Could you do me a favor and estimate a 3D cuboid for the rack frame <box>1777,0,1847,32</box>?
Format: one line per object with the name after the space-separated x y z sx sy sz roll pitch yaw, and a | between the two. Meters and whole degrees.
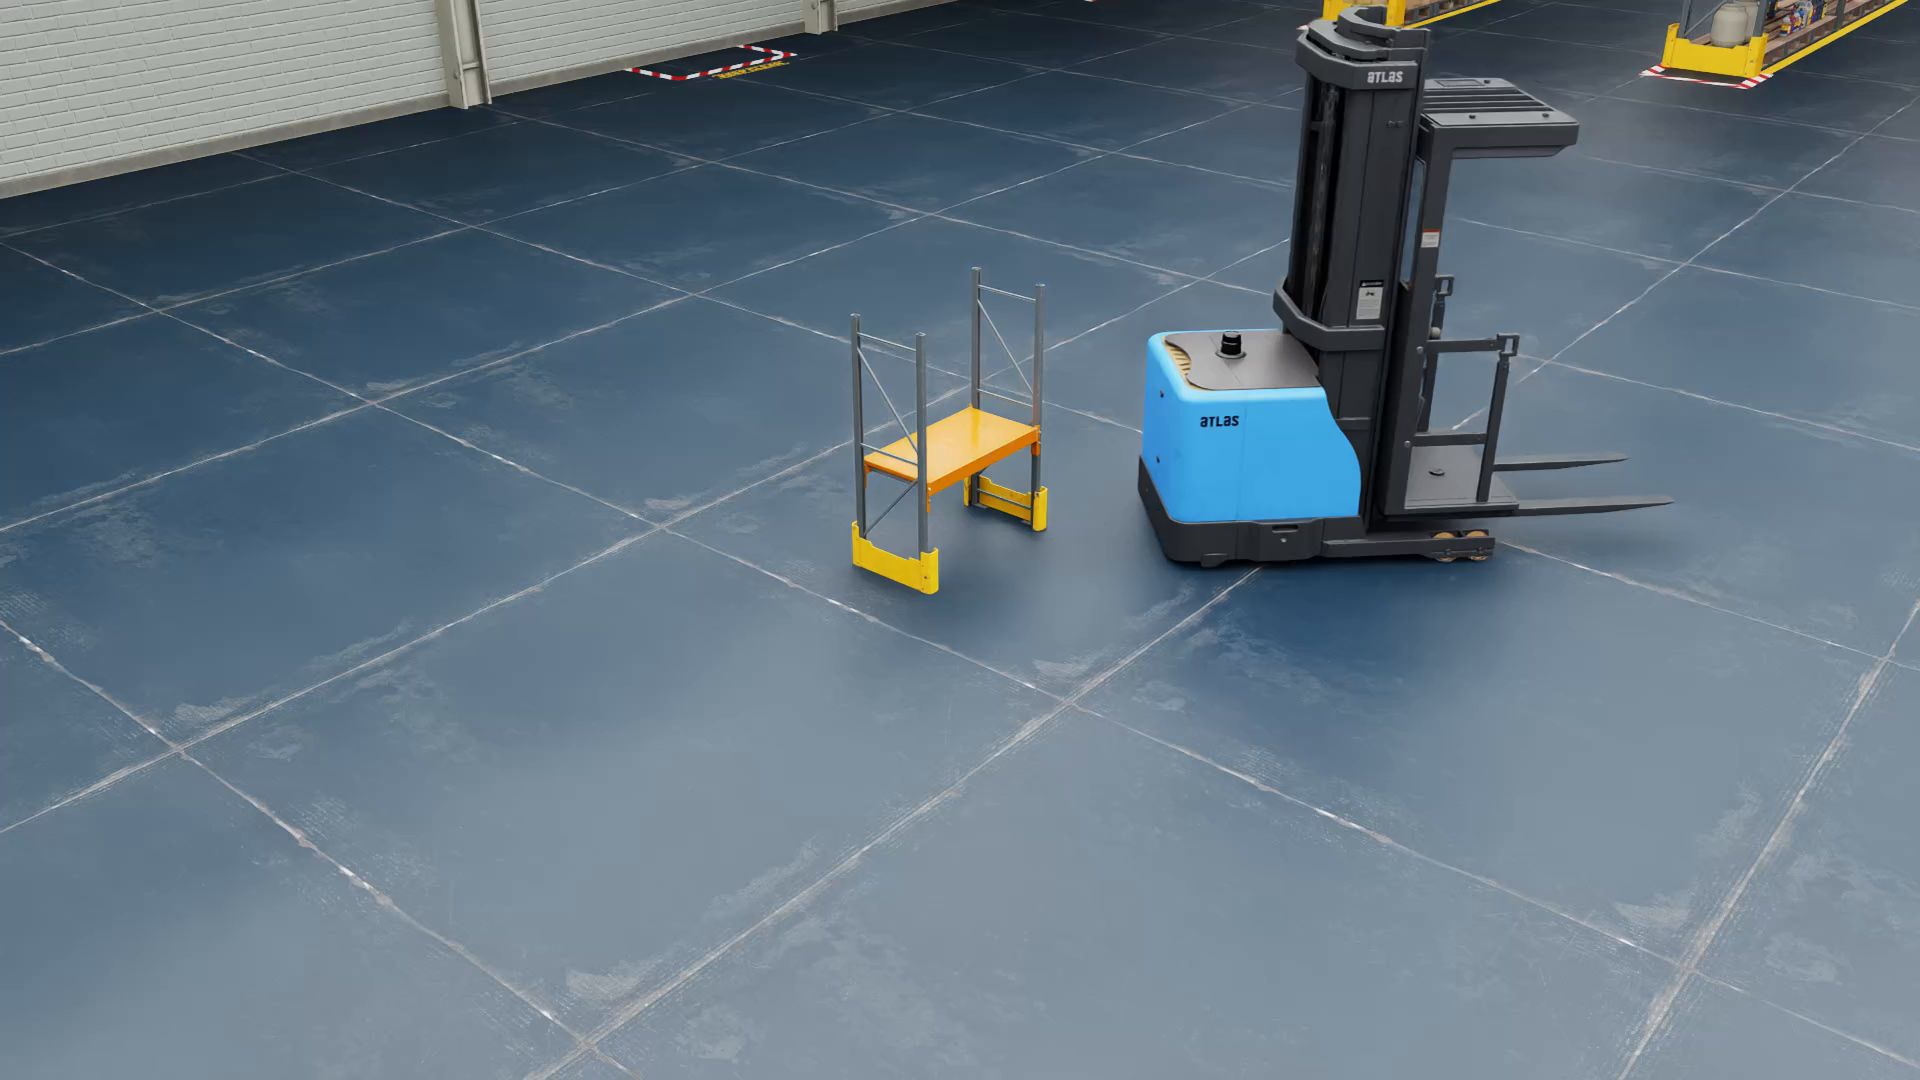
12.228 -8.786 23.470 1.000 3.000 0.127 21 34 34 | rack frame

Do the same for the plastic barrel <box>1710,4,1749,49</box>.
10.043 -6.705 21.698 0.421 0.512 0.421 0 27 0 | plastic barrel

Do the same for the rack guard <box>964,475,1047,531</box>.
0.268 -0.261 9.982 0.587 0.250 0.087 21 34 34 | rack guard

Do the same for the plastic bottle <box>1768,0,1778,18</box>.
11.505 -7.598 23.577 0.144 0.351 0.185 21 34 34 | plastic bottle

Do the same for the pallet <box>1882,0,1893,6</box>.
14.249 -8.703 26.343 1.003 0.211 1.213 21 34 34 | pallet

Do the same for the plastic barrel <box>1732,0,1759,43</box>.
10.362 -6.883 22.041 0.421 0.512 0.421 0 27 0 | plastic barrel

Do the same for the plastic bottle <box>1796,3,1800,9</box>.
11.617 -7.301 23.076 0.061 0.283 0.133 21 34 34 | plastic bottle

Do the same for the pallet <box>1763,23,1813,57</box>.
10.993 -6.887 22.834 1.003 0.211 1.213 21 34 34 | pallet

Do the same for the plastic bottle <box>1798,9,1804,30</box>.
11.488 -7.132 22.763 0.097 0.271 0.097 0 27 0 | plastic bottle

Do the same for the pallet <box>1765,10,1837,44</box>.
11.768 -7.322 23.674 1.003 0.211 1.213 21 34 34 | pallet

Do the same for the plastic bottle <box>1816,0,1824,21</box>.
12.040 -7.493 23.373 0.144 0.351 0.185 20 33 33 | plastic bottle

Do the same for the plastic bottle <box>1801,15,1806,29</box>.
11.553 -7.137 22.849 0.097 0.201 0.097 0 27 0 | plastic bottle

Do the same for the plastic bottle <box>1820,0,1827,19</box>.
12.176 -7.508 23.477 0.061 0.283 0.133 23 35 37 | plastic bottle

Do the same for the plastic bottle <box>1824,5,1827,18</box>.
12.237 -7.519 23.587 0.097 0.201 0.097 0 27 0 | plastic bottle

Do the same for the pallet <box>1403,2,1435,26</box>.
6.318 -7.862 24.718 1.003 0.211 1.213 21 34 34 | pallet

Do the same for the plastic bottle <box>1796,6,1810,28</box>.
11.607 -7.220 22.928 0.152 0.276 0.135 21 34 35 | plastic bottle

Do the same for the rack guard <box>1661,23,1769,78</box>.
9.695 -6.299 21.381 1.175 0.500 0.348 21 34 34 | rack guard

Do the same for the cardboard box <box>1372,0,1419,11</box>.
6.376 -7.908 24.306 0.500 0.250 0.500 21 34 34 | cardboard box

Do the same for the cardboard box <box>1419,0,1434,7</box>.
6.692 -8.086 24.651 0.500 0.250 0.500 21 34 34 | cardboard box

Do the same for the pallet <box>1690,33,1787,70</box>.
10.216 -6.457 22.001 1.003 0.211 1.213 21 34 34 | pallet

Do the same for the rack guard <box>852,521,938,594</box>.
-0.365 0.093 9.299 0.587 0.250 0.087 21 34 34 | rack guard

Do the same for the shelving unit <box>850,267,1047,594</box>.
-0.048 -0.639 9.353 0.587 1.500 1.083 21 34 34 | shelving unit

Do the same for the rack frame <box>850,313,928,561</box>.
-0.378 -0.456 8.999 0.500 1.500 0.032 21 34 34 | rack frame

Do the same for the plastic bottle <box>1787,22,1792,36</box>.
11.143 -6.909 22.408 0.097 0.201 0.097 0 27 0 | plastic bottle

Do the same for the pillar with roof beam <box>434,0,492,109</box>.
-2.494 -7.916 15.259 9.100 9.000 0.400 21 34 34 | pillar with roof beam

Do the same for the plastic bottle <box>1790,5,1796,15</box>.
11.524 -7.255 22.986 0.061 0.283 0.133 21 34 34 | plastic bottle

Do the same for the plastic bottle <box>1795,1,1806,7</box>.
11.788 -7.426 23.325 0.152 0.276 0.135 21 34 34 | plastic bottle

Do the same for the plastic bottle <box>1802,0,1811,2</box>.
11.929 -7.535 23.455 0.144 0.351 0.185 21 34 34 | plastic bottle

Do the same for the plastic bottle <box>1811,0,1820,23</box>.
11.918 -7.425 23.242 0.144 0.351 0.185 19 33 32 | plastic bottle

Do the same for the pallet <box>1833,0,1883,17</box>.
13.473 -8.272 25.510 1.003 0.211 1.213 21 34 34 | pallet

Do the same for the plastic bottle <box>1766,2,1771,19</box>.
11.395 -7.518 23.509 0.097 0.271 0.097 0 27 0 | plastic bottle

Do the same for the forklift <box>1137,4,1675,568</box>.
2.636 -1.415 9.296 3.031 2.935 1.130 -2 27 -5 | forklift

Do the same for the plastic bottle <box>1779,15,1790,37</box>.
11.077 -6.904 22.321 0.097 0.271 0.097 0 27 0 | plastic bottle

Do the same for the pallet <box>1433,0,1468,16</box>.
7.094 -8.293 25.550 1.003 0.211 1.213 21 34 34 | pallet

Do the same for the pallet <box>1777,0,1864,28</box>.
12.697 -7.838 24.671 1.003 0.211 1.213 21 34 34 | pallet

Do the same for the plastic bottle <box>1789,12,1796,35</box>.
11.235 -6.984 22.463 0.061 0.283 0.133 21 34 35 | plastic bottle

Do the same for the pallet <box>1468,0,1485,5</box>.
7.870 -8.727 26.390 1.003 0.211 1.213 21 34 34 | pallet

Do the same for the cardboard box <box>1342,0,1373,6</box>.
5.977 -8.059 24.599 0.500 0.250 0.500 21 34 34 | cardboard box

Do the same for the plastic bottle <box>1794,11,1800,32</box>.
11.359 -7.060 22.624 0.097 0.271 0.097 0 27 0 | plastic bottle

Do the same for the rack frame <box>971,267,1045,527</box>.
0.269 -0.816 9.695 0.500 1.500 0.032 21 34 34 | rack frame

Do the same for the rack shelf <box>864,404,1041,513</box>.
-0.054 -0.476 9.430 0.538 0.185 1.000 21 34 34 | rack shelf

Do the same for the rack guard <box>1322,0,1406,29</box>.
5.848 -7.698 24.087 1.175 0.500 0.348 21 34 34 | rack guard

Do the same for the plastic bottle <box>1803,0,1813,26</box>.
11.713 -7.310 23.020 0.144 0.351 0.185 21 34 34 | plastic bottle

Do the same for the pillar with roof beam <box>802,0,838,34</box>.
1.322 -10.044 19.371 9.100 9.000 0.400 21 34 34 | pillar with roof beam

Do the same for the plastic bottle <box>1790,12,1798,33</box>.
11.295 -7.025 22.556 0.097 0.271 0.097 0 27 0 | plastic bottle

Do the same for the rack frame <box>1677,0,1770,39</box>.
9.683 -7.368 20.728 1.000 3.000 0.127 21 34 34 | rack frame

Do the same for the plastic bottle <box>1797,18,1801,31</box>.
11.422 -7.065 22.708 0.097 0.201 0.097 0 27 0 | plastic bottle

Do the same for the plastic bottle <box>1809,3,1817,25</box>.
11.847 -7.325 23.122 0.061 0.283 0.133 23 35 38 | plastic bottle

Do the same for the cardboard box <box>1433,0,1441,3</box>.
7.010 -8.263 24.994 0.500 0.250 0.500 21 34 34 | cardboard box
